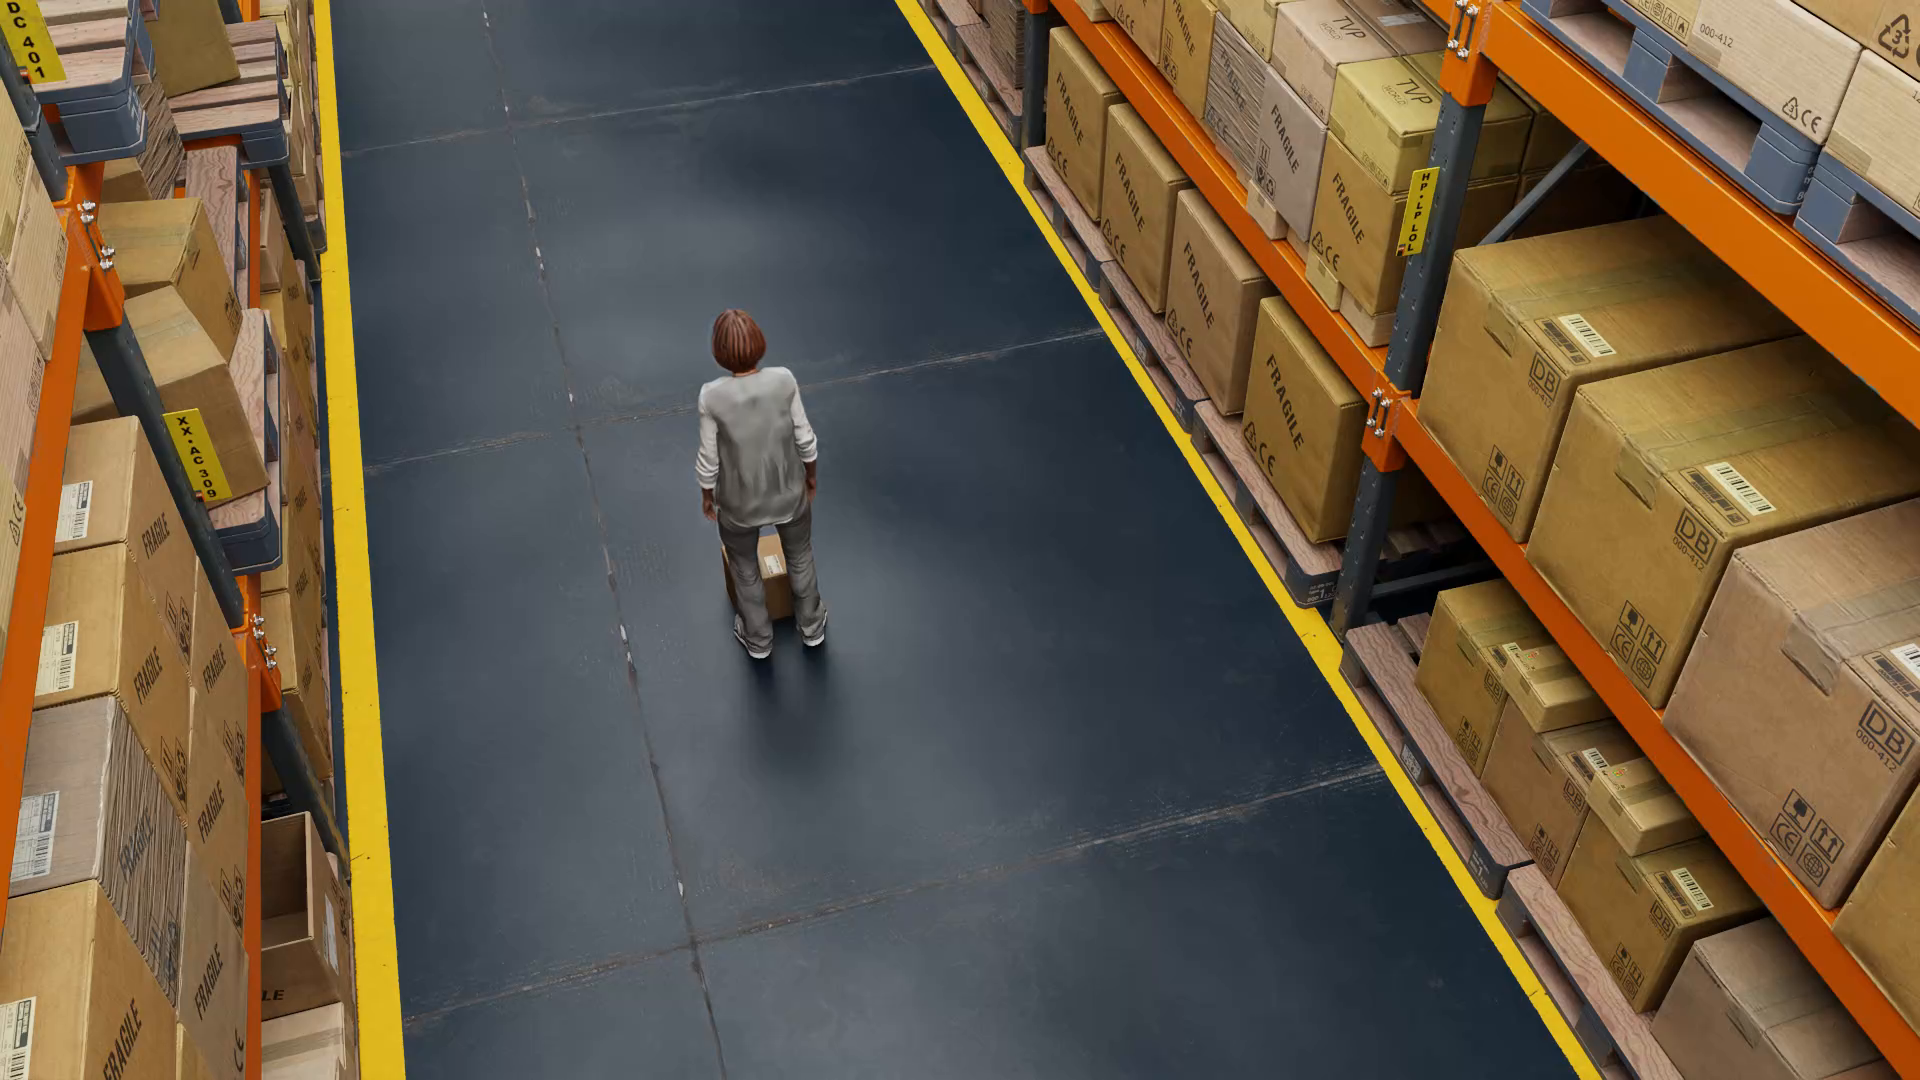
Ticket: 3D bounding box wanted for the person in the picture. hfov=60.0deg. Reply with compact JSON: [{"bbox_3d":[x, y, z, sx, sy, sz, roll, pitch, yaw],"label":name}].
[{"bbox_3d":[-0.759,-0.173,6.355,0.464,1.593,0.346,-12,44,-13],"label":"person"}]
